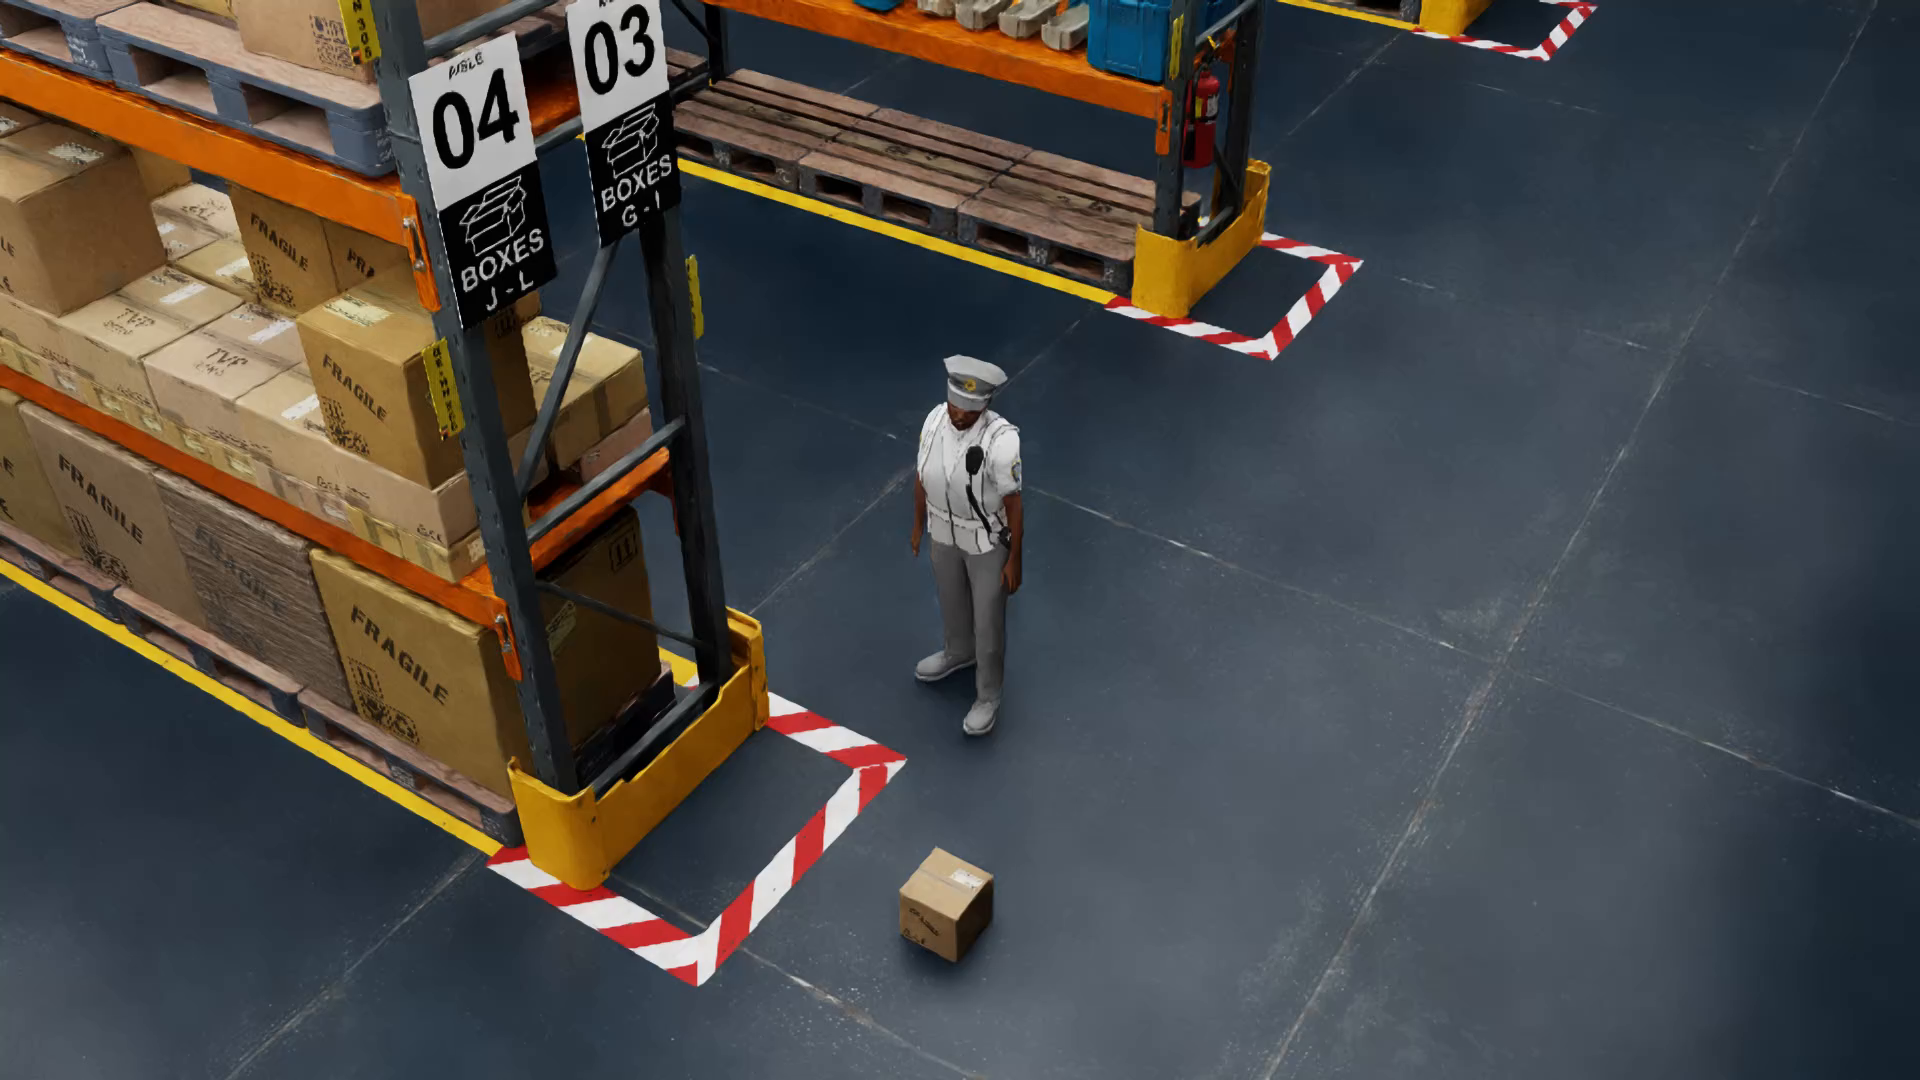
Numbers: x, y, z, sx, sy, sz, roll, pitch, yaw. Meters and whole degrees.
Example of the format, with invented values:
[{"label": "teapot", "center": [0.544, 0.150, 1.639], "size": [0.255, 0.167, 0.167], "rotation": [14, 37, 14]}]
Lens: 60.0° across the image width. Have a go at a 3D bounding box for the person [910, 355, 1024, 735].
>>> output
[{"label": "person", "center": [0.016, 0.005, 6.631], "size": [0.524, 1.681, 0.441], "rotation": [24, 44, 27]}]
